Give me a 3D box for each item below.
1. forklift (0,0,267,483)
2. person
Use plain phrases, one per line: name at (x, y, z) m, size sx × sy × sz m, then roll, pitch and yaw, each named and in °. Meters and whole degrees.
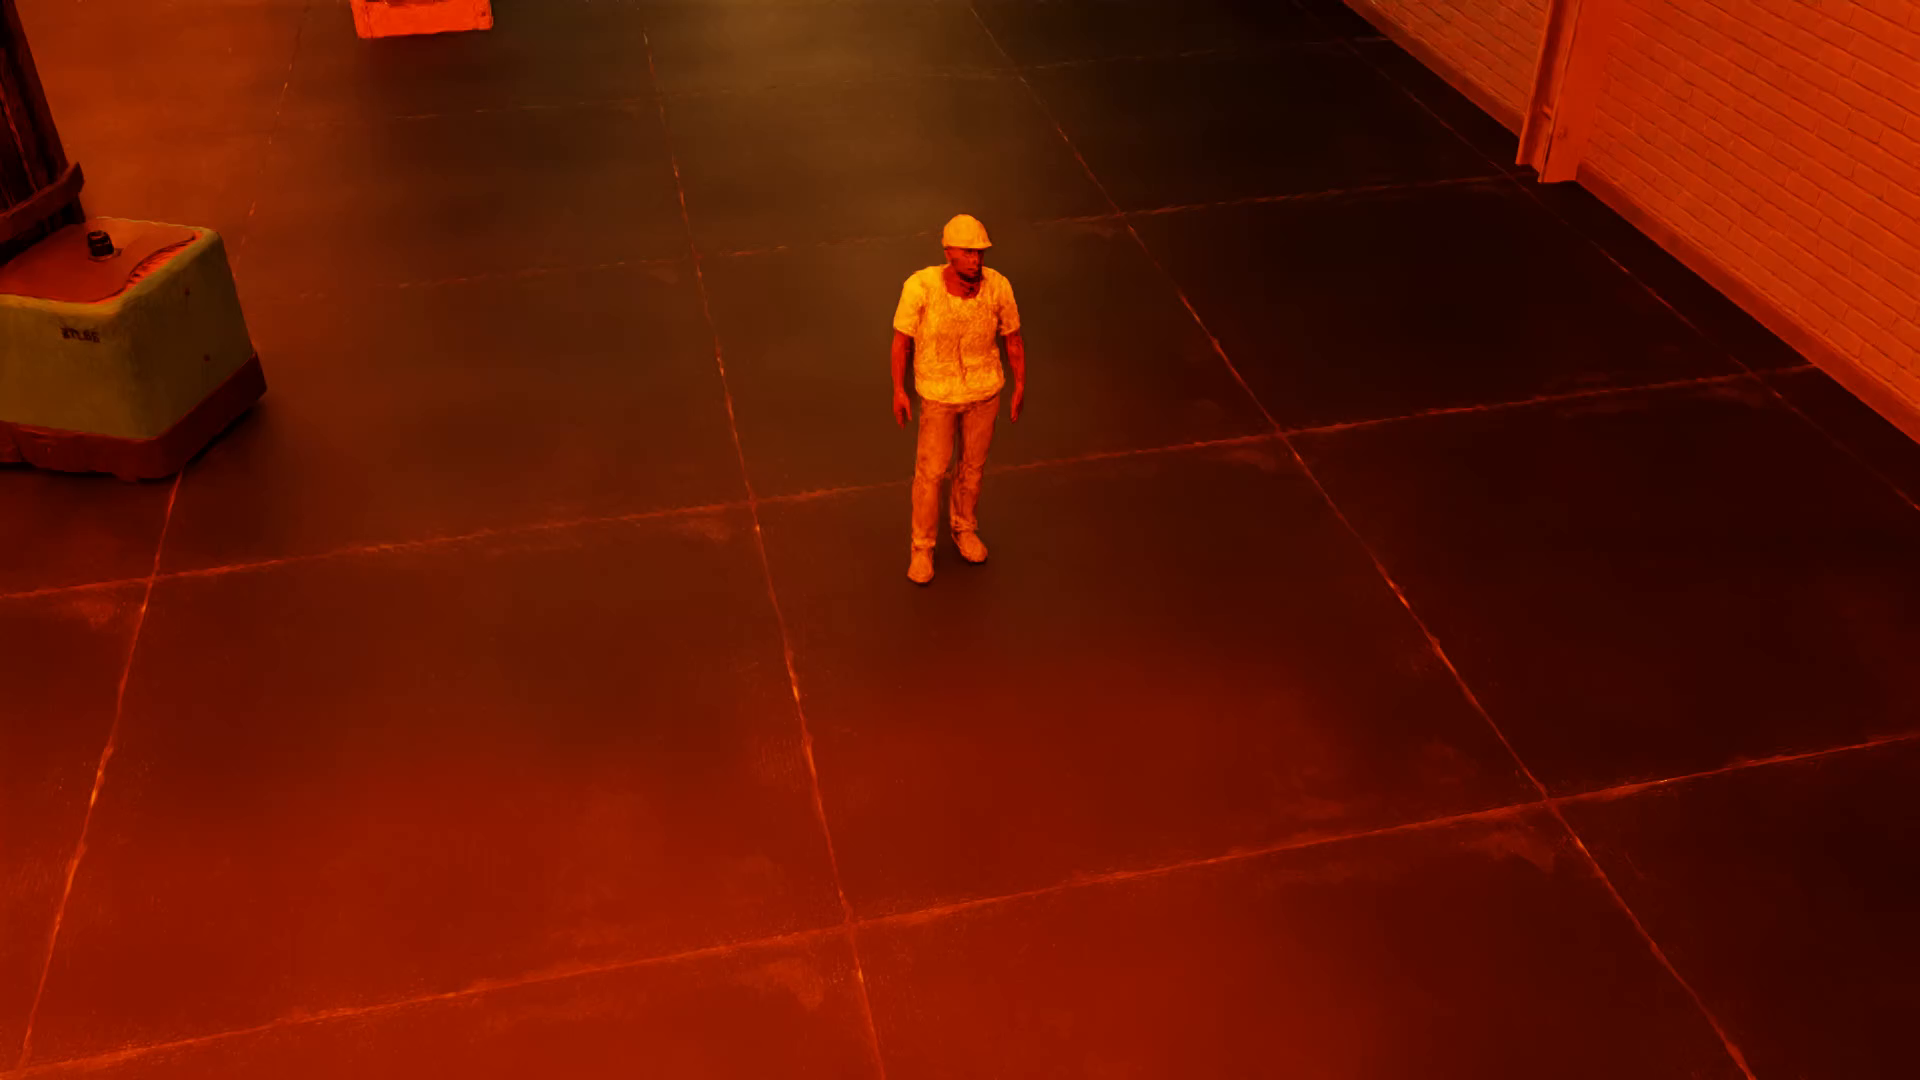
forklift at (-5.596, -1.943, 8.750) m, size 3.031 × 2.935 × 1.130 m, roll 8°, pitch 36°, yaw 10°
person at (0.010, -0.682, 7.983) m, size 0.665 × 1.766 × 0.576 m, roll -8°, pitch 36°, yaw -11°
